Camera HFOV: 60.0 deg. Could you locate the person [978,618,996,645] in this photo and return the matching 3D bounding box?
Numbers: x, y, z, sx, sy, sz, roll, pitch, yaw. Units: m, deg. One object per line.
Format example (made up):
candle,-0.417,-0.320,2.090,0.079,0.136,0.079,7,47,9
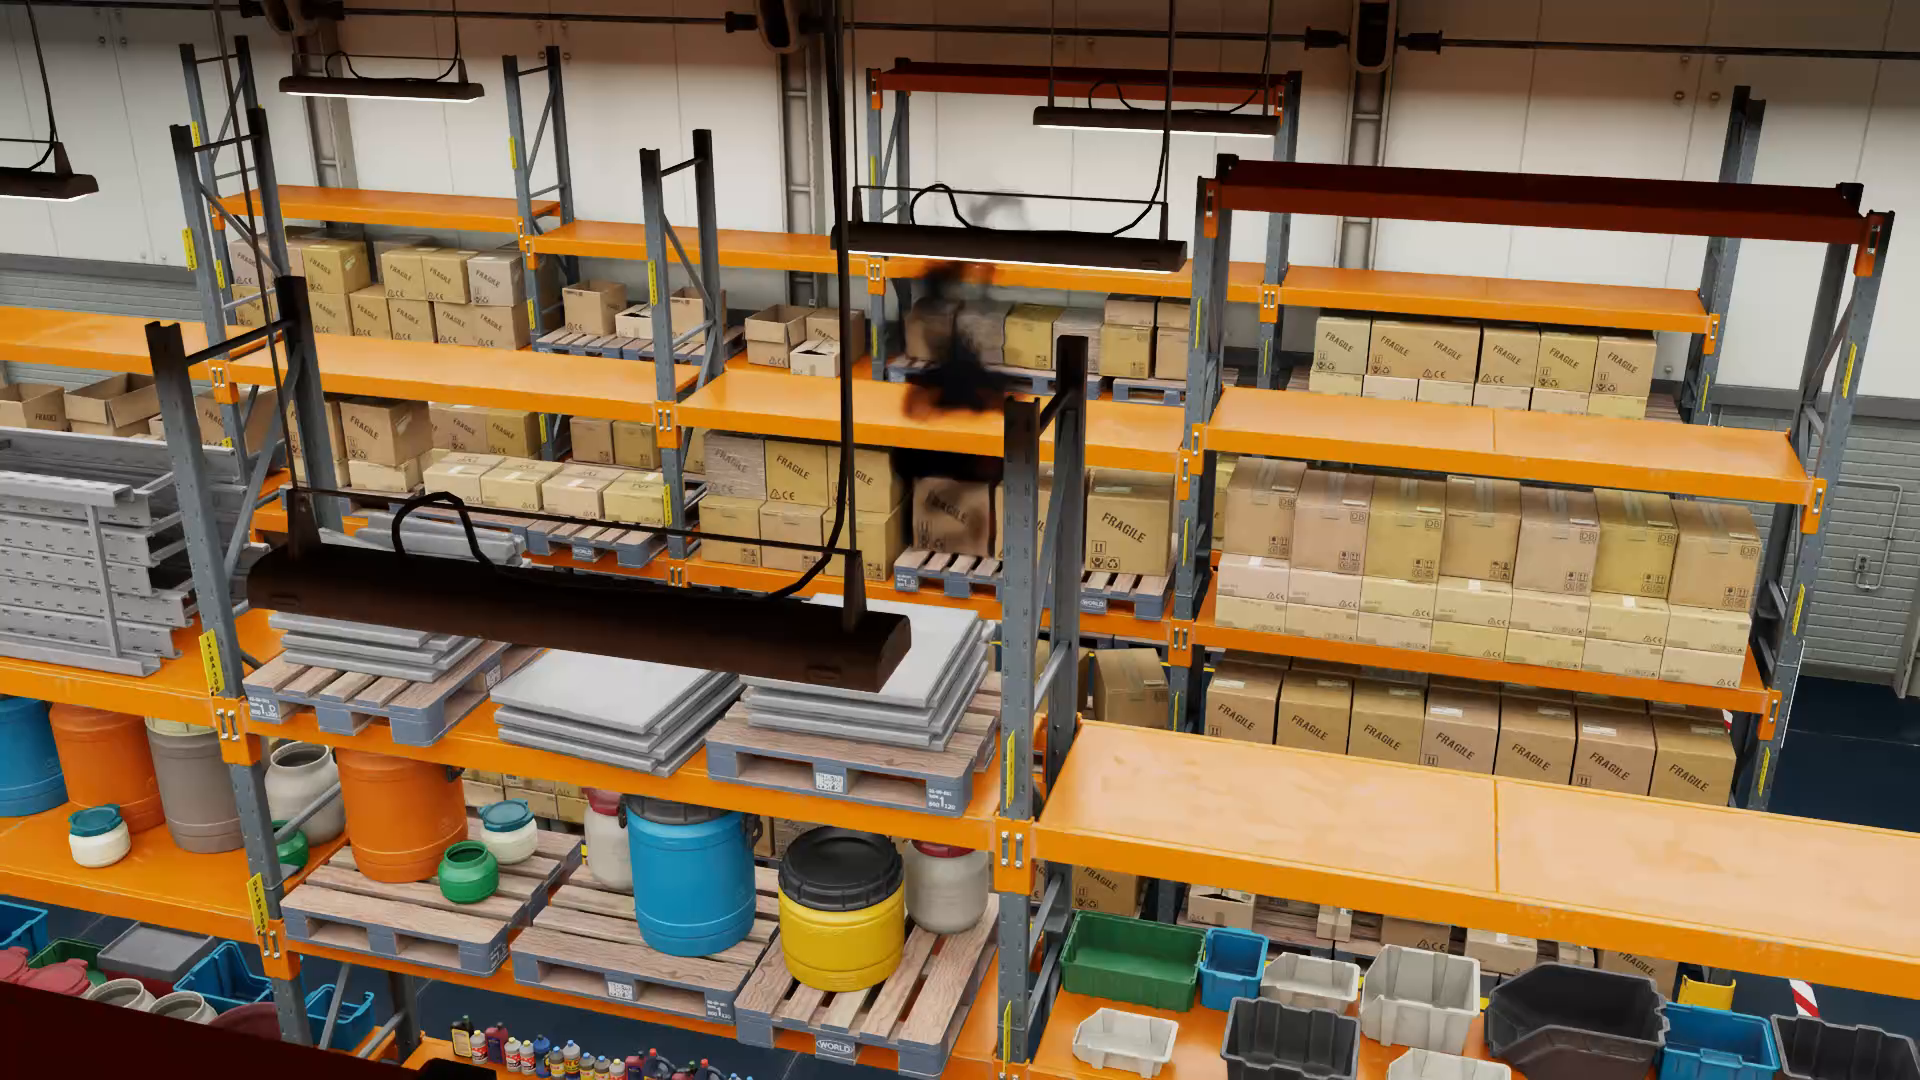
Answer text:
person,0.212,1.038,16.094,0.892,1.681,0.600,1,23,2
